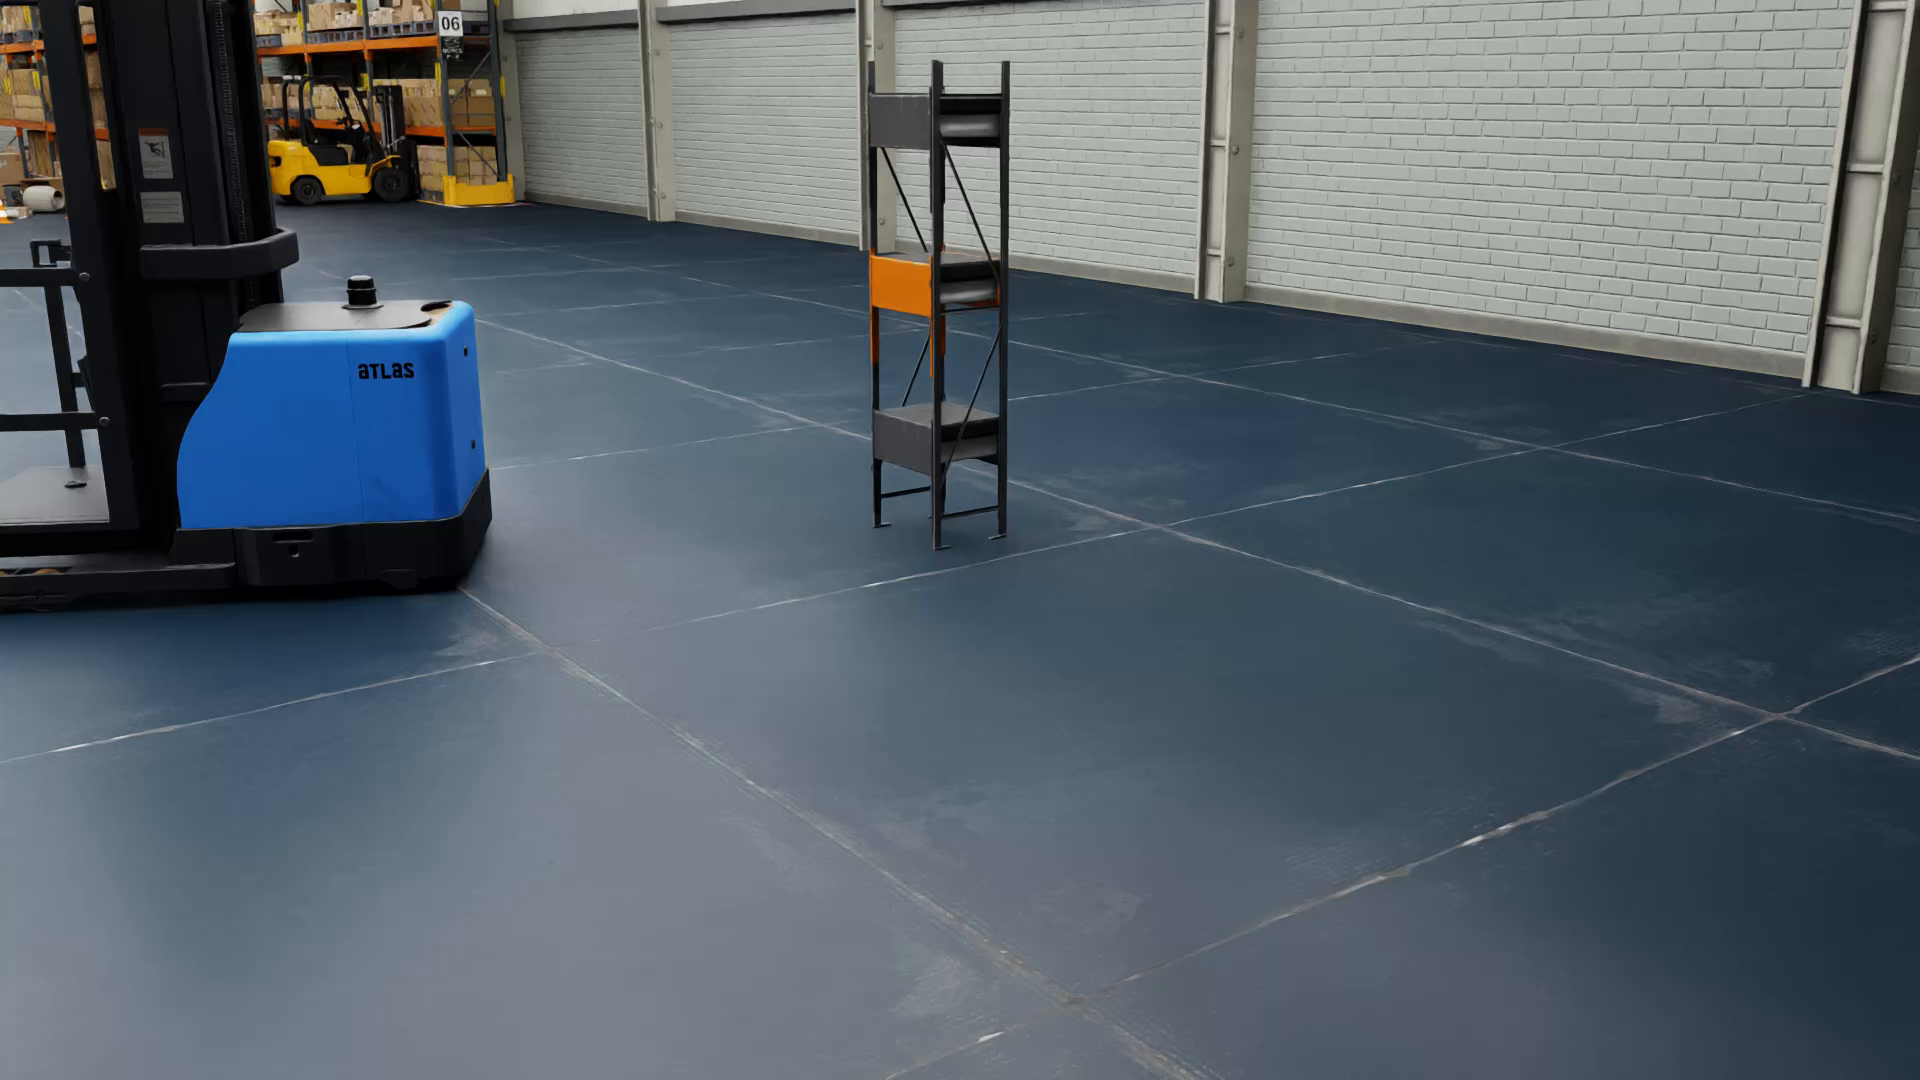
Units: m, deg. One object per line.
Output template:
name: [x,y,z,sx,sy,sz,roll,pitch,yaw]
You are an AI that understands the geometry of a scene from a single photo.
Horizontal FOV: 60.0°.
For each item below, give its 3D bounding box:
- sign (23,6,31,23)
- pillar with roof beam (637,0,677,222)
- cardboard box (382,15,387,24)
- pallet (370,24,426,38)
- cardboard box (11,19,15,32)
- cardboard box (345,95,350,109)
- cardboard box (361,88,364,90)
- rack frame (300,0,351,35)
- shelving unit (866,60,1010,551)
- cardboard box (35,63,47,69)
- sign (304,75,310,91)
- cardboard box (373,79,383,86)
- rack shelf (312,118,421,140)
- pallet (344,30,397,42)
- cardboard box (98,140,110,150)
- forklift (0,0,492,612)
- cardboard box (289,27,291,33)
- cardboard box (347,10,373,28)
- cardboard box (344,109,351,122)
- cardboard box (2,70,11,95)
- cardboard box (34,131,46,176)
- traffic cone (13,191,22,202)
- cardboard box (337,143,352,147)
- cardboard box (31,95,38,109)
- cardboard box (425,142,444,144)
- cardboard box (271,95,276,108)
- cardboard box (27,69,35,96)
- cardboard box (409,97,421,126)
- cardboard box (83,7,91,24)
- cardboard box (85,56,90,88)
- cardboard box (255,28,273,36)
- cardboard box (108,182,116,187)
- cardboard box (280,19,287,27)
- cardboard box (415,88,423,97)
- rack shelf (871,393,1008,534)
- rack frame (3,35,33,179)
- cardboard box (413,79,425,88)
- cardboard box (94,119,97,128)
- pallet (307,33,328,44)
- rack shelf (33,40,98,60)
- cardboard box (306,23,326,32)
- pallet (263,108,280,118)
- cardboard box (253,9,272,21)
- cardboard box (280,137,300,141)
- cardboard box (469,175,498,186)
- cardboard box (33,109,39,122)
sign: [-17.565,-9.913,31.303,0.100,0.325,0.005,-11,19,-35]
pillar with roof beam: [-8.030,-8.559,21.802,9.100,9.000,0.400,-11,19,-35]
cardboard box: [-10.277,-9.450,30.229,0.380,0.149,0.250,-10,18,-33]
pallet: [-10.224,-9.406,30.748,1.003,0.211,1.213,-11,19,-35]
cardboard box: [-18.672,-10.258,33.149,0.396,0.266,0.258,-9,18,-30]
cardboard box: [-11.847,-8.633,32.774,0.500,0.250,0.500,-10,18,-33]
cardboard box: [-11.294,-8.632,32.016,0.380,0.149,0.250,-11,19,-35]
rack frame: [-13.099,-11.928,34.112,1.000,3.000,0.127,-11,19,-35]
shelving unit: [-0.097,-1.048,7.428,0.431,2.100,0.503,-11,19,-35]
cardboard box: [-19.439,-10.069,35.369,0.380,0.149,0.250,-11,19,-35]
sign: [-13.532,-9.469,34.446,0.100,0.325,0.005,-11,19,-35]
cardboard box: [-10.799,-8.571,31.228,0.380,0.149,0.250,-10,18,-33]
rack shelf: [-11.923,-8.261,33.438,1.077,0.370,4.000,-11,19,-35]
pallet: [-11.276,-9.721,32.093,0.805,0.209,1.217,-12,19,-37]
cardboard box: [-14.142,-6.590,27.735,0.380,0.149,0.250,-10,18,-31]
forklift: [-3.591,-1.273,6.677,3.031,2.935,1.130,-2,15,-8]
cardboard box: [-14.060,-10.865,35.440,0.380,0.149,0.250,-11,19,-34]
cardboard box: [-11.369,-9.952,31.756,0.500,0.311,0.500,-12,19,-36]
cardboard box: [-11.822,-8.392,32.841,0.500,0.250,0.500,-11,19,-34]
cardboard box: [-19.964,-9.706,35.273,0.500,0.500,0.500,-11,19,-35]
cardboard box: [-18.497,-7.984,34.293,0.875,0.875,0.875,-10,18,-33]
traffic cone: [-16.621,-6.233,29.473,0.336,0.463,0.334,-11,19,-35]
cardboard box: [-12.352,-7.818,34.162,0.875,0.625,0.625,-10,18,-33]
cardboard box: [-17.906,-8.605,32.671,0.500,0.250,0.500,-11,19,-36]
cardboard box: [-9.704,-7.248,30.895,0.500,0.250,0.500,-11,19,-34]
cardboard box: [-14.944,-9.670,36.685,0.396,0.266,0.258,-10,18,-32]
cardboard box: [-17.935,-8.972,32.591,0.500,0.500,0.500,-10,18,-34]
cardboard box: [-9.496,-7.660,29.694,0.500,0.500,0.500,-11,19,-36]
cardboard box: [-13.829,-8.466,26.863,0.500,0.250,0.500,-11,19,-34]
cardboard box: [-14.120,-7.732,27.496,0.700,0.500,0.500,-11,19,-36]
cardboard box: [-15.473,-11.279,36.913,0.380,0.149,0.250,-11,19,-34]
cardboard box: [-13.711,-5.785,27.444,0.500,0.250,0.500,-12,19,-37]
cardboard box: [-14.303,-11.049,35.548,0.380,0.149,0.250,-11,19,-34]
cardboard box: [-9.434,-7.937,29.476,0.380,0.149,0.250,-12,19,-36]
rack shelf: [-0.097,-0.360,7.616,0.431,0.518,0.480,-11,19,-35]
rack frame: [-19.463,-9.118,35.206,1.000,3.000,0.127,-11,19,-35]
cardboard box: [-9.451,-8.077,29.424,0.380,0.149,0.250,-10,18,-33]
cardboard box: [-14.345,-7.015,28.000,0.380,0.149,0.250,-10,18,-33]
pallet: [-12.627,-10.259,34.054,1.213,0.211,1.003,-10,18,-32]
rack shelf: [-15.936,-8.936,30.224,1.077,0.370,4.000,-11,19,-35]
cardboard box: [-13.139,-10.498,34.025,0.380,0.166,0.250,-11,19,-35]
pallet: [-15.069,-9.609,37.364,1.003,0.211,1.213,-11,19,-35]
cardboard box: [-15.556,-11.690,37.066,0.396,0.266,0.258,-11,19,-35]
cardboard box: [-15.069,-8.980,37.416,0.380,0.149,0.250,-12,19,-37]
cardboard box: [-8.526,-6.338,29.464,0.500,0.250,0.500,-11,19,-34]
cardboard box: [-17.932,-8.365,32.742,0.500,0.250,0.500,-10,18,-34]
